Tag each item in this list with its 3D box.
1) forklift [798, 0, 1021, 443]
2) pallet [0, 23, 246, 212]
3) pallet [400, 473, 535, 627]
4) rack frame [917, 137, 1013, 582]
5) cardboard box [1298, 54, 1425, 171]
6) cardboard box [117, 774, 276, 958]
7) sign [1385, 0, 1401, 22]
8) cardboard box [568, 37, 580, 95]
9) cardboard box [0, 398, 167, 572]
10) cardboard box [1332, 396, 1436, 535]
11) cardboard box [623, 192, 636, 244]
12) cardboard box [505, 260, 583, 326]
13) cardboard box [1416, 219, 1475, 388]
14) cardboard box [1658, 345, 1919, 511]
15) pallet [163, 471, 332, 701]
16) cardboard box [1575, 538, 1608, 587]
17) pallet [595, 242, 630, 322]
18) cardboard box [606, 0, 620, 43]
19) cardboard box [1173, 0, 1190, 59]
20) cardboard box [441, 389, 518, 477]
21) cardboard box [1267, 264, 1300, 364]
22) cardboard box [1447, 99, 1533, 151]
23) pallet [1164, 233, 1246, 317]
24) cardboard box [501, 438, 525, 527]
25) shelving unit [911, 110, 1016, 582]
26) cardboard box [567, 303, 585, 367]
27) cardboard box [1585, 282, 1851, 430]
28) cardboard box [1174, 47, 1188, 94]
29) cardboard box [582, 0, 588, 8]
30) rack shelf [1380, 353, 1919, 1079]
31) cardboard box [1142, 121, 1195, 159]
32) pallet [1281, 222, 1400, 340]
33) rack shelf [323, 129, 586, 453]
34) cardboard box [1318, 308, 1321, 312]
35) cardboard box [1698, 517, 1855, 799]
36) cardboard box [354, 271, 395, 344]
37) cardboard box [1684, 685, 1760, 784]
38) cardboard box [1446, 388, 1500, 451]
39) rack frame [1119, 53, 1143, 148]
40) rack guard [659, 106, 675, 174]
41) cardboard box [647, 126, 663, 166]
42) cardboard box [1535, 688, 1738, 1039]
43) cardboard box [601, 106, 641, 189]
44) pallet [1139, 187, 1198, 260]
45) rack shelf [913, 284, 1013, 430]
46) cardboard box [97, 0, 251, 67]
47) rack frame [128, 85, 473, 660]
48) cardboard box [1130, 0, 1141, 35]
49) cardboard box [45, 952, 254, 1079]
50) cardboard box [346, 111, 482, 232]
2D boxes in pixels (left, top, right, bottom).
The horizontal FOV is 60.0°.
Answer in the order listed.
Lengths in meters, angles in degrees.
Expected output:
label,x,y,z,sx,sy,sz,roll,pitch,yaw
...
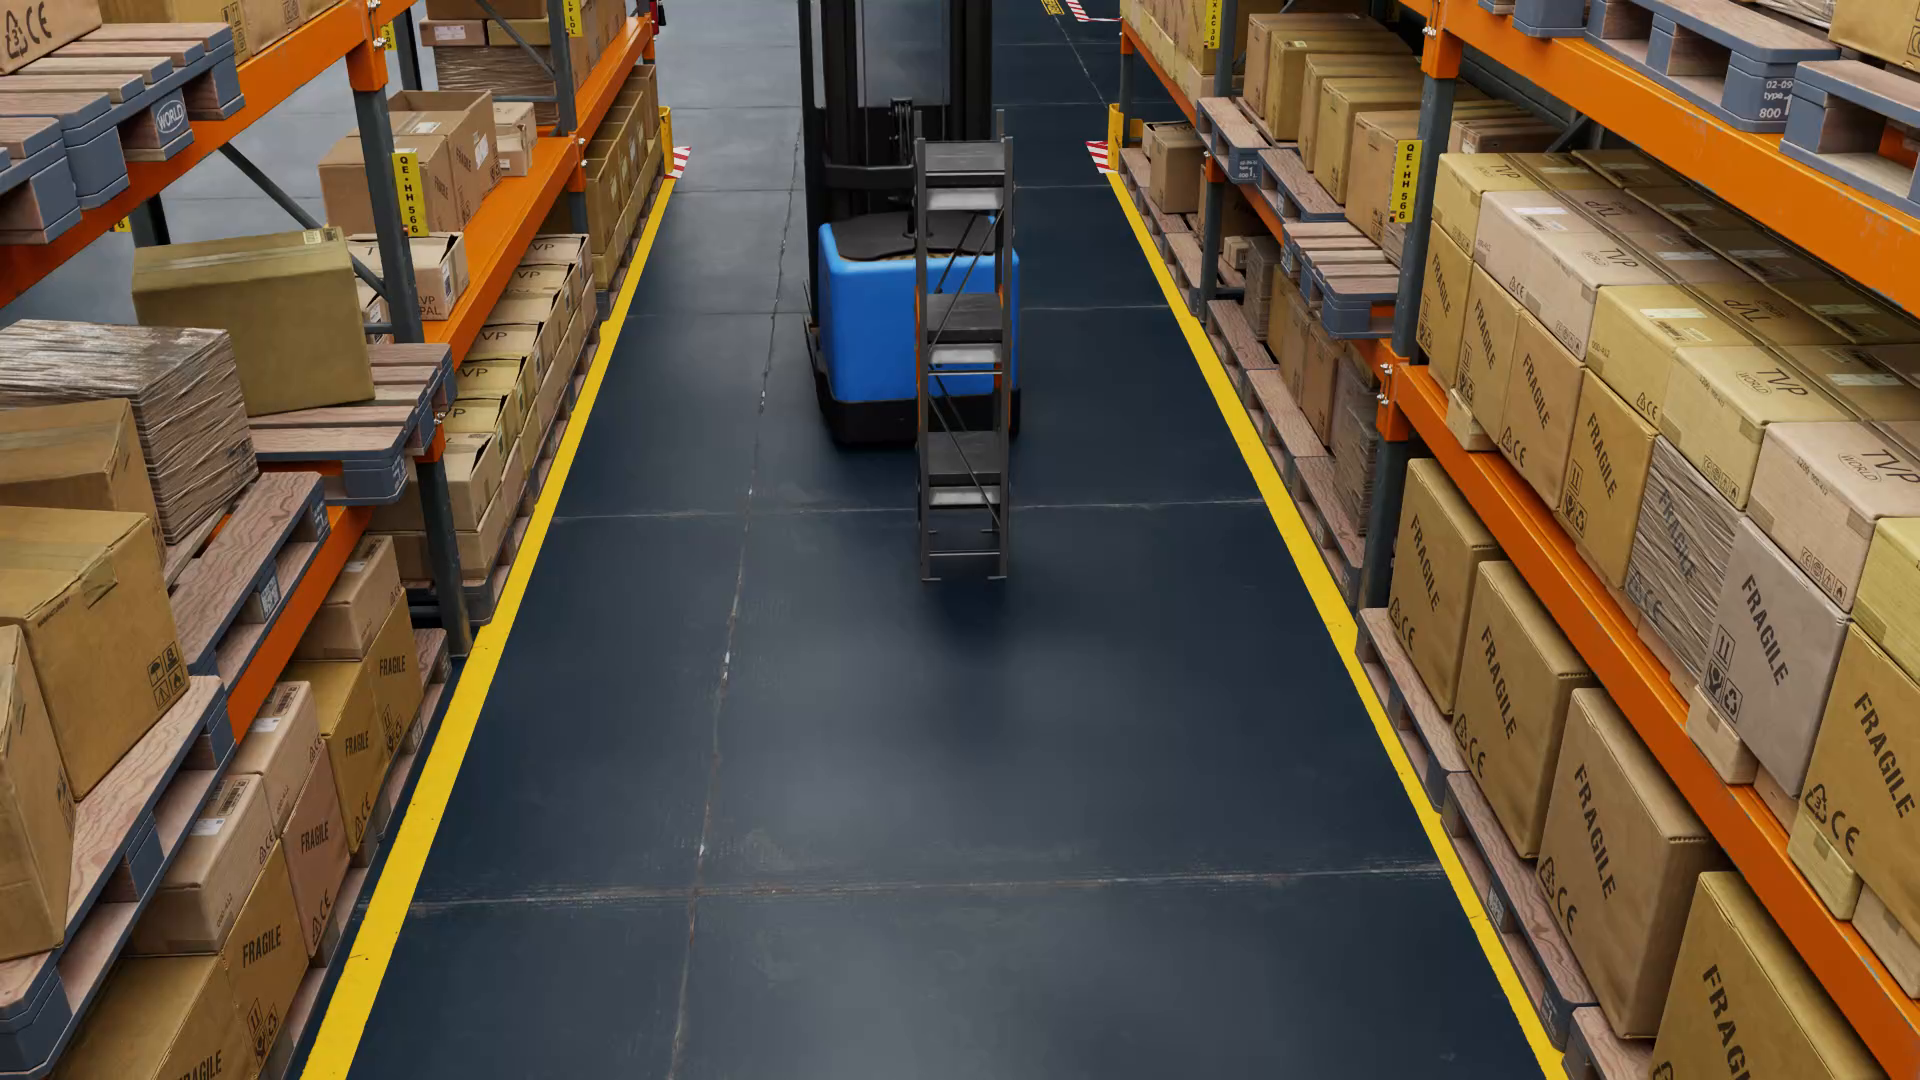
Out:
label,x,y,z,sx,sy,sz,roll,pitch,yaw
forklift,-0.400,-2.491,9.856,1.130,2.935,3.031,-4,28,-8
pallet,-2.463,-1.007,3.897,1.213,0.211,1.003,-1,28,-3
pallet,-2.655,0.029,7.965,1.003,0.211,1.213,-1,28,-3
rack frame,0.021,-0.742,7.402,0.400,2.100,0.015,-1,28,-3
cardboard box,2.167,-2.236,8.710,0.700,0.500,0.500,2,28,4
cardboard box,-2.276,0.911,4.676,0.500,0.250,0.500,-1,28,-3
sign,2.641,-3.323,10.125,0.100,0.325,0.005,-1,28,-3
cardboard box,-2.923,-3.166,10.968,0.700,0.500,0.500,-2,28,-3
cardboard box,-2.596,-0.024,4.489,0.700,0.500,0.500,-8,29,-16
cardboard box,2.206,-0.365,7.934,0.700,0.500,0.500,-1,28,-2
cardboard box,-2.623,-2.324,11.981,0.500,0.250,0.500,-1,28,-3
cardboard box,-2.519,-1.469,9.735,0.500,0.311,0.500,-1,28,-1
cardboard box,2.066,-0.902,6.284,0.500,0.500,0.500,-1,28,-1
cardboard box,2.181,-0.299,4.317,0.500,0.250,0.500,-1,28,-2
pallet,-2.545,0.157,4.912,1.003,0.211,1.213,-1,28,-3
cardboard box,2.173,0.021,5.216,0.380,0.149,0.250,-1,28,-2
pallet,-2.859,-1.805,11.482,1.003,0.211,1.213,-1,28,-3
cardboard box,-3.025,-4.106,12.771,0.700,0.500,0.500,-1,28,-1
cardboard box,1.722,-3.511,11.067,0.500,0.500,0.500,-2,28,-3
cardboard box,-2.421,-0.533,7.941,0.500,0.311,0.500,-2,28,-4
cardboard box,2.219,-1.304,9.734,0.700,0.500,0.500,-2,28,-4
cardboard box,2.216,-1.781,7.136,0.380,0.149,0.250,-6,28,-11
pallet,2.017,-1.867,11.602,1.003,0.211,1.213,-1,28,-3
cardboard box,-2.412,-0.274,8.051,0.500,0.250,0.500,-2,28,-4
shelving unit,0.009,-0.855,7.618,0.431,2.100,0.503,-1,28,-3
cardboard box,-2.524,-1.222,9.869,0.500,0.250,0.500,-2,28,-3
cardboard box,2.154,-0.534,4.768,0.500,0.250,0.500,-2,28,-4
cardboard box,1.742,-3.179,11.241,0.500,0.250,0.500,-1,28,-2
cardboard box,-2.752,-3.729,11.346,0.380,0.149,0.250,-2,28,-4
rack shelf,2.400,0.295,5.218,1.077,0.370,4.000,-1,28,-3
cardboard box,1.825,-3.323,13.809,0.500,0.311,0.500,-4,28,-8
pallet,2.152,-1.189,7.493,1.213,0.211,1.003,-1,28,-3
rack shelf,-2.755,-1.431,8.527,1.077,0.370,4.000,-1,28,-3
cardboard box,2.200,-1.431,9.166,0.500,0.250,0.500,-2,28,-4
cardboard box,2.193,0.272,4.032,0.500,0.500,0.500,-1,28,-2
cardboard box,-2.626,-0.955,6.934,0.500,0.311,0.500,0,28,1
cardboard box,2.127,0.496,4.305,0.380,0.149,0.250,-1,28,-3
cardboard box,2.016,-0.446,6.111,0.380,0.149,0.250,-1,28,-1
rack frame,1.878,-4.642,13.906,1.000,3.000,0.127,-1,28,-3
rack guard,-3.070,-3.423,14.273,1.175,0.500,0.348,-1,28,-3
cardboard box,-2.745,-3.247,13.751,0.500,0.250,0.500,-1,28,-3
cardboard box,2.292,0.960,5.037,0.750,0.750,0.750,-1,28,-1
cardboard box,-2.652,-2.887,12.250,0.500,0.500,0.500,-1,28,-3
pallet,1.950,-2.432,12.685,1.003,0.211,1.213,-1,28,-3
rack shelf,0.009,-0.842,7.624,0.431,0.518,0.480,-1,28,-3
cardboard box,-2.541,-1.524,4.576,0.910,0.500,0.500,-1,28,-3
rack frame,-2.651,-0.826,6.590,1.000,3.000,0.127,-1,28,-3
cardboard box,1.628,-4.112,13.030,0.500,0.250,0.500,-2,28,-4
cardboard box,-2.263,1.459,4.436,0.500,0.500,0.500,-1,28,-2
cardboard box,-2.782,-1.888,8.518,0.500,0.500,0.500,-1,28,-3
